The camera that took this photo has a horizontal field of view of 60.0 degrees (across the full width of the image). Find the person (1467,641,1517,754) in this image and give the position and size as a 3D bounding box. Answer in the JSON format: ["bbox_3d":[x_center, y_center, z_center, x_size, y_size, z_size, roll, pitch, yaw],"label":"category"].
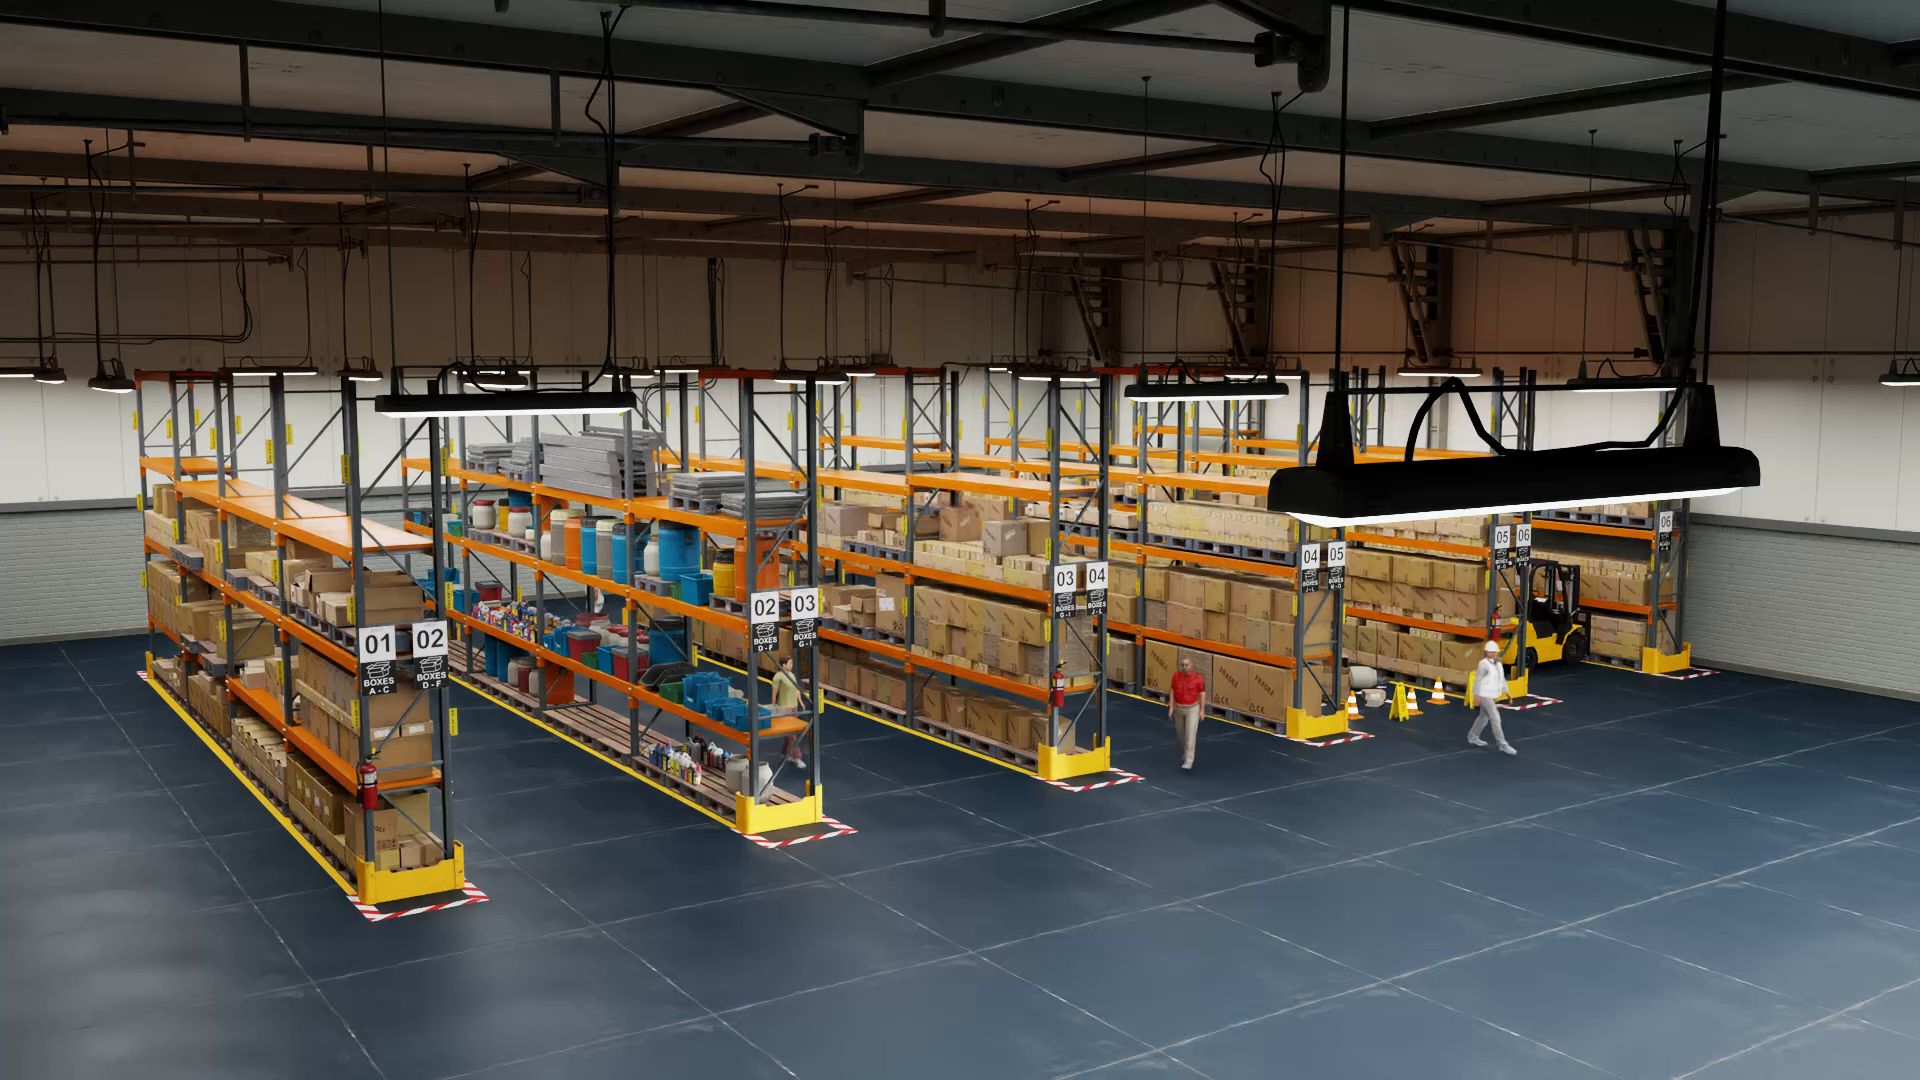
[{"bbox_3d":[8.477,2.465,26.410,0.568,1.733,0.921,-6,9,-42],"label":"person"}]

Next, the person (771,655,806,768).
[{"bbox_3d":[-2.564,2.622,25.644,0.690,1.687,0.465,4,8,34],"label":"person"}]

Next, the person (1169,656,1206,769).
[{"bbox_3d":[3.468,2.618,25.482,0.529,1.705,0.887,4,8,33],"label":"person"}]

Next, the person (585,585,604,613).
[{"bbox_3d":[-7.877,1.398,36.090,0.607,1.757,0.653,-1,6,-7],"label":"person"}]
